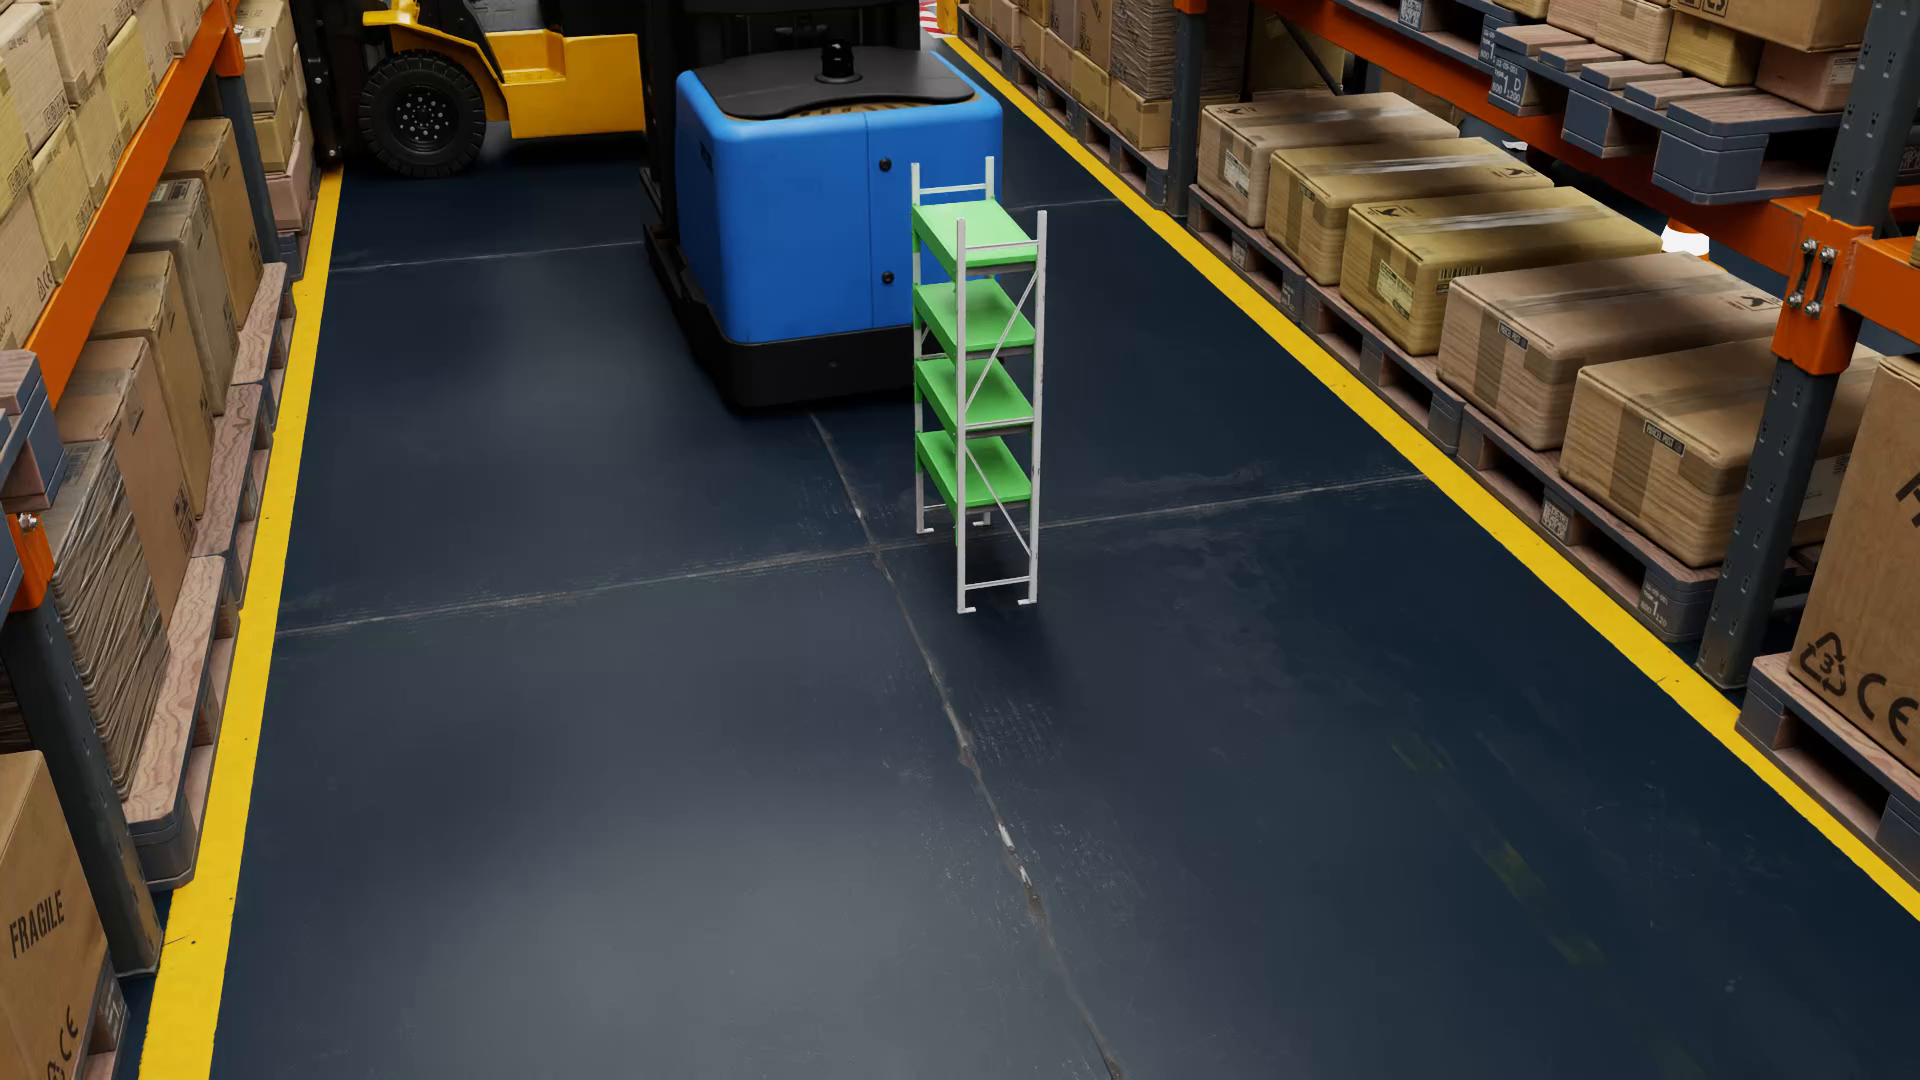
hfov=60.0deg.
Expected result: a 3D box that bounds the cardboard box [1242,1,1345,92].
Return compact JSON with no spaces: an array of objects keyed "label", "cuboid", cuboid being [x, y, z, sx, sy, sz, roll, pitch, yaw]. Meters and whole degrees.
[{"label":"cardboard box","cuboid":[1.583,-2.546,8.231,0.500,0.500,0.500,-6,31,-11]}]

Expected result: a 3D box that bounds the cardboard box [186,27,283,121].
[{"label":"cardboard box","cuboid":[-3.132,-1.947,6.947,0.500,0.250,0.500,-8,31,-14]}]

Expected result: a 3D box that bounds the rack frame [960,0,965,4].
[{"label":"rack frame","cuboid":[0.417,-4.841,10.619,1.000,3.000,0.127,-8,31,-13]}]

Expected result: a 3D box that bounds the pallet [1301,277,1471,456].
[{"label":"pallet","cuboid":[2.014,-0.736,6.310,1.003,0.211,1.213,-8,31,-13]}]

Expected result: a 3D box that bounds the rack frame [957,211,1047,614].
[{"label":"rack frame","cuboid":[0.109,-0.321,4.608,0.240,1.200,0.015,-8,31,-13]}]

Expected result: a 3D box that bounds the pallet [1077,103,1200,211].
[{"label":"pallet","cuboid":[1.267,-2.022,8.532,1.003,0.211,1.213,-8,31,-13]}]

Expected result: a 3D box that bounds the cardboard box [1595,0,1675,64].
[{"label":"cardboard box","cuboid":[1.976,-1.412,4.528,0.380,0.149,0.250,-8,31,-14]}]

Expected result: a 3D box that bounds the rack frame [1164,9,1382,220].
[{"label":"rack frame","cuboid":[1.479,-2.909,7.281,1.000,3.000,0.127,-8,31,-13]}]

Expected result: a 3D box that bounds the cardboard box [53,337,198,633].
[{"label":"cardboard box","cuboid":[-2.577,-0.087,4.357,0.875,0.625,0.625,-7,31,-12]}]

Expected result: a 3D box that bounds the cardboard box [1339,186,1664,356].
[{"label":"cardboard box","cuboid":[2.001,-1.018,6.218,0.950,0.372,0.625,-7,31,-12]}]

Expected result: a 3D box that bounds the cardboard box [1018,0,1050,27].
[{"label":"cardboard box","cuboid":[0.640,-3.224,9.403,0.500,0.500,0.500,-7,31,-12]}]

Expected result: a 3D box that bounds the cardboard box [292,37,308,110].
[{"label":"cardboard box","cuboid":[-3.394,-2.217,7.913,0.500,0.250,0.500,-8,31,-14]}]

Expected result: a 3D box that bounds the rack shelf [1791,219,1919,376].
[{"label":"rack shelf","cuboid":[3.072,0.300,2.455,1.077,0.370,4.000,-8,31,-13]}]

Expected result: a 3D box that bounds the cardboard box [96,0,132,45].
[{"label":"cardboard box","cuboid":[-2.539,-1.454,4.418,0.500,0.250,0.500,-7,31,-13]}]

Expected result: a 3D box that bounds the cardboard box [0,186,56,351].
[{"label":"cardboard box","cuboid":[-2.126,-0.497,3.264,0.500,0.250,0.500,-8,31,-13]}]

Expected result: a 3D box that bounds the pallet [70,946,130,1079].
[{"label":"pallet","cuboid":[-2.082,1.257,2.867,1.003,0.211,1.213,-8,31,-13]}]

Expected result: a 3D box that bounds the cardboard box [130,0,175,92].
[{"label":"cardboard box","cuboid":[-2.679,-1.487,4.975,0.500,0.250,0.500,-8,31,-13]}]

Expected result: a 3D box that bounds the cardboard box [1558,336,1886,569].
[{"label":"cardboard box","cuboid":[2.400,-0.296,4.970,0.950,0.372,0.625,-10,32,-17]}]

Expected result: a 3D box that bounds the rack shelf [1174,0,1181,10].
[{"label":"rack shelf","cuboid":[0.948,-3.563,9.130,1.077,0.370,4.000,-8,31,-13]}]

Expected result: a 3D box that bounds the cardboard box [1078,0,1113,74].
[{"label":"cardboard box","cuboid":[0.927,-2.721,8.533,0.500,0.500,0.500,-7,31,-12]}]

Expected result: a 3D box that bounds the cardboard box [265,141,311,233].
[{"label":"cardboard box","cuboid":[-3.115,-1.516,7.201,0.500,0.250,0.500,-8,31,-13]}]

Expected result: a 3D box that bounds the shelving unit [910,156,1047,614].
[{"label":"shelving unit","cuboid":[0.044,-0.439,4.811,0.258,1.200,0.503,-8,31,-13]}]

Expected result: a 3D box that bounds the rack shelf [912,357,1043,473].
[{"label":"rack shelf","cuboid":[0.044,-0.384,4.843,0.258,0.148,0.480,-8,31,-13]}]

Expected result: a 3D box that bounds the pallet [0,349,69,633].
[{"label":"pallet","cuboid":[-1.996,0.086,2.299,1.213,0.211,1.003,-8,31,-13]}]

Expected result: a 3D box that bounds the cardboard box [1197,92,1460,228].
[{"label":"cardboard box","cuboid":[1.621,-1.700,7.397,0.950,0.372,0.625,-7,31,-13]}]

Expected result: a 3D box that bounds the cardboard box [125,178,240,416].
[{"label":"cardboard box","cuboid":[-2.958,-0.775,5.545,0.875,0.625,0.625,-8,31,-14]}]

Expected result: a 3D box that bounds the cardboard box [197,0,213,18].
[{"label":"cardboard box","cuboid":[-2.920,-1.973,5.815,0.500,0.250,0.500,-7,31,-12]}]

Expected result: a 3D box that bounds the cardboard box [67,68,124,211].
[{"label":"cardboard box","cuboid":[-2.398,-0.988,4.113,0.500,0.250,0.500,-9,31,-15]}]

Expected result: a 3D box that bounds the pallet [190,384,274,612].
[{"label":"pallet","cuboid":[-2.745,-0.099,5.211,1.003,0.211,1.213,-8,31,-13]}]

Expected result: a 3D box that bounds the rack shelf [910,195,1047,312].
[{"label":"rack shelf","cuboid":[0.044,-0.799,4.603,0.258,0.148,0.480,-8,31,-13]}]

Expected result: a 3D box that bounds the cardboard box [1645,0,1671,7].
[{"label":"cardboard box","cuboid":[2.004,-1.761,4.483,0.500,0.500,0.500,-8,31,-14]}]

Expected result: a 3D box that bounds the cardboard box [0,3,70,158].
[{"label":"cardboard box","cuboid":[-2.258,-0.955,3.557,0.500,0.250,0.500,-7,31,-12]}]

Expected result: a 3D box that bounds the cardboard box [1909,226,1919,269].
[{"label":"cardboard box","cuboid":[2.428,-0.642,3.515,0.500,0.250,0.500,-8,31,-14]}]

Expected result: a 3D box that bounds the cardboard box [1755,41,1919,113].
[{"label":"cardboard box","cuboid":[2.227,-1.177,4.121,0.380,0.149,0.250,-7,31,-11]}]

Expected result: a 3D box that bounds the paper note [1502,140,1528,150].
[{"label":"paper note","cuboid":[2.983,-2.107,8.859,0.148,0.019,0.142,-8,31,-13]}]

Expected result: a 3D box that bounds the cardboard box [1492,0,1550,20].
[{"label":"cardboard box","cuboid":[1.830,-1.666,4.966,0.380,0.149,0.250,-7,31,-12]}]

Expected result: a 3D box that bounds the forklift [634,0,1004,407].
[{"label":"forklift","cuboid":[-0.770,-2.469,6.590,1.130,2.935,3.031,-9,31,-15]}]

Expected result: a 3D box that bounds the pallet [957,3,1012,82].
[{"label":"pallet","cuboid":[0.619,-3.200,10.568,1.003,0.211,1.213,-8,31,-13]}]

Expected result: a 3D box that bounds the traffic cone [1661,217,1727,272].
[{"label":"traffic cone","cuboid":[3.158,-1.398,7.203,0.336,0.463,0.334,-8,31,-13]}]

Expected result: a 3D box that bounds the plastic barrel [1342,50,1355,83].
[{"label":"plastic barrel","cuboid":[2.425,-2.929,9.888,0.512,0.421,0.421,13,32,21]}]

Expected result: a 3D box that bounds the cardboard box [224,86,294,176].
[{"label":"cardboard box","cuboid":[-3.136,-1.730,7.071,0.500,0.250,0.500,-8,31,-14]}]

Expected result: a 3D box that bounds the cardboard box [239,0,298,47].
[{"label":"cardboard box","cuboid":[-3.401,-2.434,7.788,0.500,0.250,0.500,-7,31,-12]}]

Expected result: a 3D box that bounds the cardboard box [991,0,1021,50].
[{"label":"cardboard box","cuboid":[0.493,-3.158,10.038,0.500,0.250,0.500,-7,31,-11]}]

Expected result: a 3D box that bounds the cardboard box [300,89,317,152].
[{"label":"cardboard box","cuboid":[-3.416,-2.006,8.046,0.500,0.250,0.500,-7,31,-12]}]

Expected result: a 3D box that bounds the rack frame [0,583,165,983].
[{"label":"rack frame","cuboid":[-2.244,-0.315,2.800,1.000,3.000,0.127,-8,31,-13]}]

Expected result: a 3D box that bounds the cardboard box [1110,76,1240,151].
[{"label":"cardboard box","cuboid":[1.063,-2.150,8.296,0.500,0.250,0.500,-6,31,-11]}]

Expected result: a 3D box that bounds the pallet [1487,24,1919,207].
[{"label":"pallet","cuboid":[2.249,-1.224,4.562,1.213,0.211,1.003,-8,31,-13]}]

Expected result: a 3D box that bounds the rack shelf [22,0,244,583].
[{"label":"rack shelf","cuboid":[-2.775,-0.970,4.649,1.077,0.370,4.000,-8,31,-13]}]

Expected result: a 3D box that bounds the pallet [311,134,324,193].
[{"label":"pallet","cuboid":[-3.804,-2.020,8.529,1.003,0.211,1.213,-8,31,-13]}]

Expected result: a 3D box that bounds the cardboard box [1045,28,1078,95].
[{"label":"cardboard box","cuboid":[0.781,-2.652,9.164,0.500,0.250,0.500,-7,31,-13]}]
